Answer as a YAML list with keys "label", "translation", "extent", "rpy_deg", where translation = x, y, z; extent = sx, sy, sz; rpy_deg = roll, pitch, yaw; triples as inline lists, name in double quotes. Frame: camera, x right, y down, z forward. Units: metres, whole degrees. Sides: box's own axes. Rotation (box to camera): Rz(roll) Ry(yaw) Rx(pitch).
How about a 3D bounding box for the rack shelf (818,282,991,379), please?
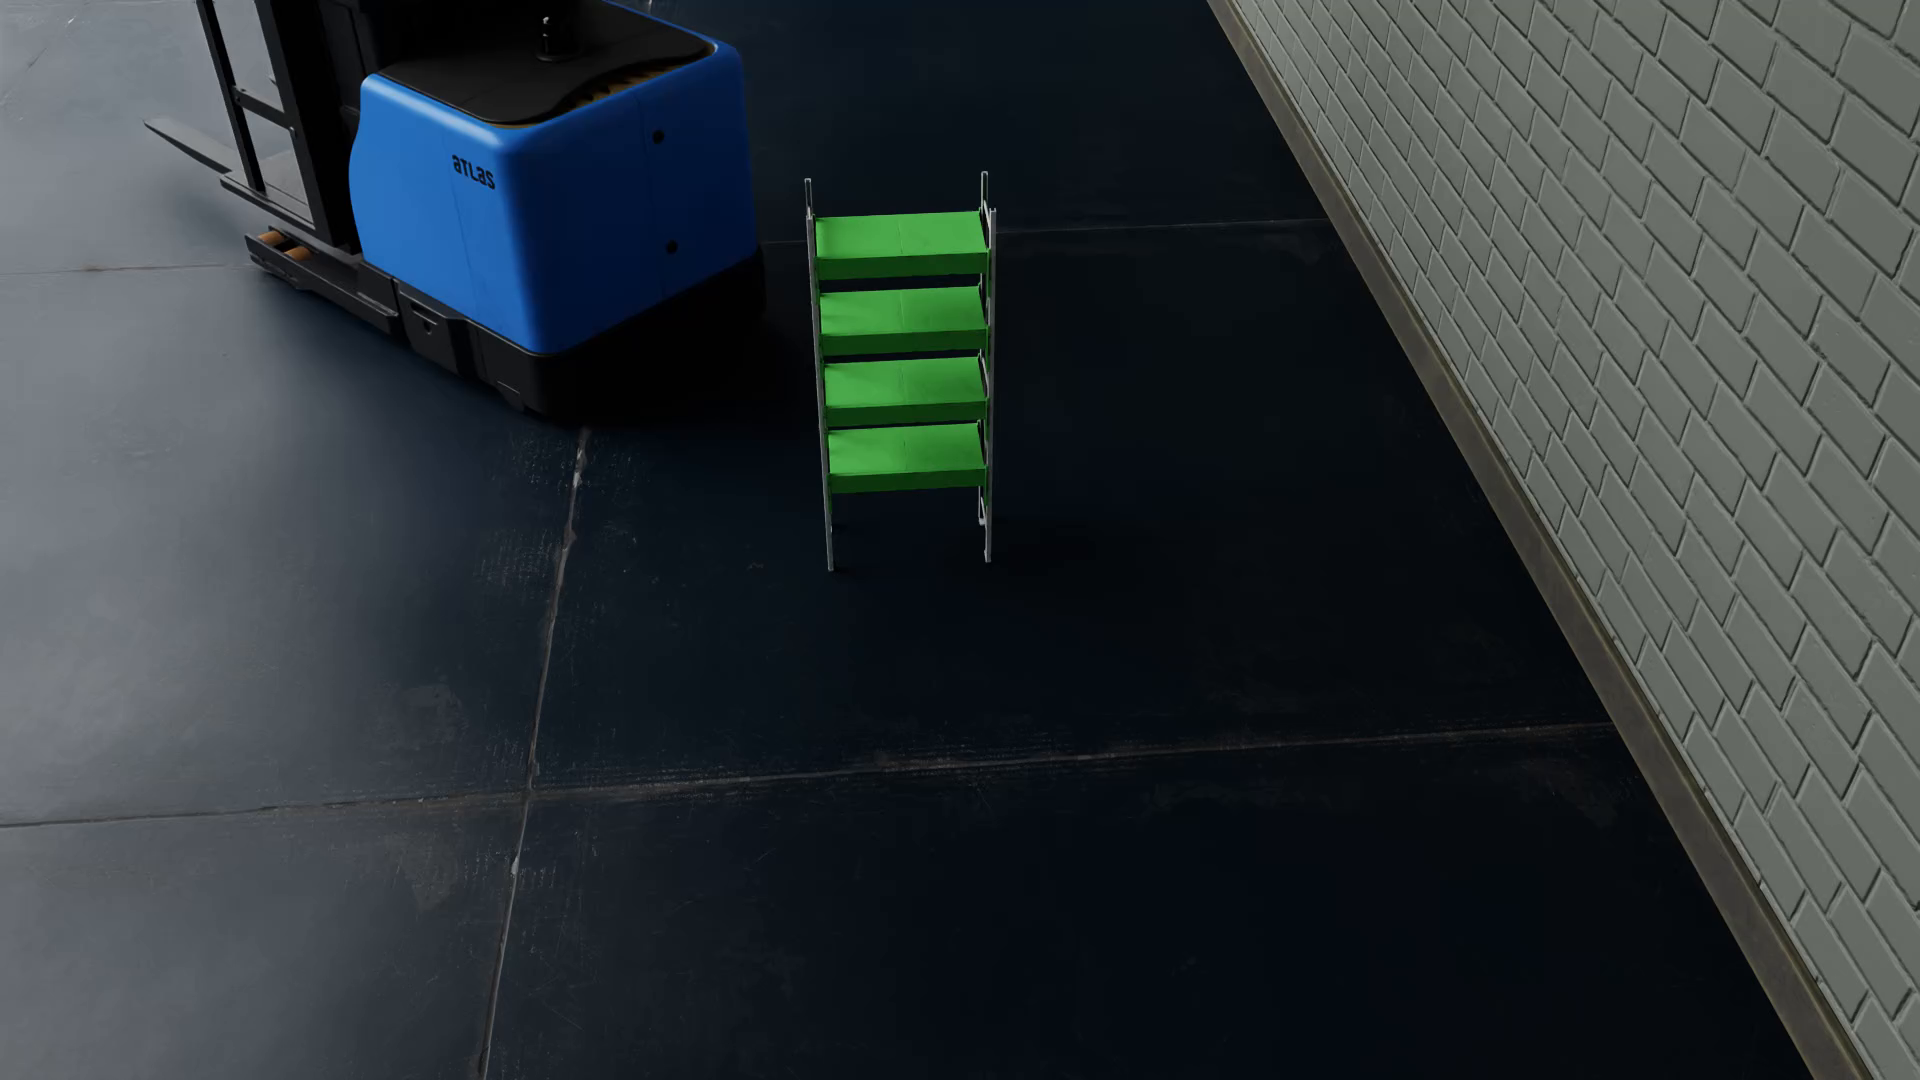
- label: "rack shelf"
  translation: [-0.165, -0.600, 4.758]
  extent: [0.480, 0.148, 0.258]
  rpy_deg: [-3, 38, -4]

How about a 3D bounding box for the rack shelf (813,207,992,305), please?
- label: "rack shelf"
  translation: [-0.165, -0.789, 4.609]
  extent: [0.480, 0.148, 0.258]
  rpy_deg: [-3, 38, -4]

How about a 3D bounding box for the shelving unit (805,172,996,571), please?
- label: "shelving unit"
  translation: [-0.165, -0.462, 4.867]
  extent: [0.503, 1.200, 0.258]
  rpy_deg: [-3, 38, -4]

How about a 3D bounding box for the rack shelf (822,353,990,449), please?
- label: "rack shelf"
  translation: [-0.165, -0.412, 4.906]
  extent: [0.480, 0.148, 0.258]
  rpy_deg: [-3, 38, -4]

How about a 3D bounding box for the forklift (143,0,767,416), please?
- label: "forklift"
  translation: [-2.173, -2.345, 5.856]
  extent: [3.031, 2.935, 1.130]
  rpy_deg: [28, 46, 31]

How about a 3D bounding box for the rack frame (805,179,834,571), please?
- label: "rack frame"
  translation: [-0.408, -0.449, 4.850]
  extent: [0.015, 1.200, 0.240]
  rpy_deg: [-3, 38, -4]

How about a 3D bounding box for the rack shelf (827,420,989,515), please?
- label: "rack shelf"
  translation: [-0.165, -0.223, 5.055]
  extent: [0.480, 0.148, 0.258]
  rpy_deg: [-3, 38, -4]

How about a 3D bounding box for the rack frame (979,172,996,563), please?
- label: "rack frame"
  translation: [0.078, -0.475, 4.884]
  extent: [0.015, 1.200, 0.240]
  rpy_deg: [-3, 38, -4]
